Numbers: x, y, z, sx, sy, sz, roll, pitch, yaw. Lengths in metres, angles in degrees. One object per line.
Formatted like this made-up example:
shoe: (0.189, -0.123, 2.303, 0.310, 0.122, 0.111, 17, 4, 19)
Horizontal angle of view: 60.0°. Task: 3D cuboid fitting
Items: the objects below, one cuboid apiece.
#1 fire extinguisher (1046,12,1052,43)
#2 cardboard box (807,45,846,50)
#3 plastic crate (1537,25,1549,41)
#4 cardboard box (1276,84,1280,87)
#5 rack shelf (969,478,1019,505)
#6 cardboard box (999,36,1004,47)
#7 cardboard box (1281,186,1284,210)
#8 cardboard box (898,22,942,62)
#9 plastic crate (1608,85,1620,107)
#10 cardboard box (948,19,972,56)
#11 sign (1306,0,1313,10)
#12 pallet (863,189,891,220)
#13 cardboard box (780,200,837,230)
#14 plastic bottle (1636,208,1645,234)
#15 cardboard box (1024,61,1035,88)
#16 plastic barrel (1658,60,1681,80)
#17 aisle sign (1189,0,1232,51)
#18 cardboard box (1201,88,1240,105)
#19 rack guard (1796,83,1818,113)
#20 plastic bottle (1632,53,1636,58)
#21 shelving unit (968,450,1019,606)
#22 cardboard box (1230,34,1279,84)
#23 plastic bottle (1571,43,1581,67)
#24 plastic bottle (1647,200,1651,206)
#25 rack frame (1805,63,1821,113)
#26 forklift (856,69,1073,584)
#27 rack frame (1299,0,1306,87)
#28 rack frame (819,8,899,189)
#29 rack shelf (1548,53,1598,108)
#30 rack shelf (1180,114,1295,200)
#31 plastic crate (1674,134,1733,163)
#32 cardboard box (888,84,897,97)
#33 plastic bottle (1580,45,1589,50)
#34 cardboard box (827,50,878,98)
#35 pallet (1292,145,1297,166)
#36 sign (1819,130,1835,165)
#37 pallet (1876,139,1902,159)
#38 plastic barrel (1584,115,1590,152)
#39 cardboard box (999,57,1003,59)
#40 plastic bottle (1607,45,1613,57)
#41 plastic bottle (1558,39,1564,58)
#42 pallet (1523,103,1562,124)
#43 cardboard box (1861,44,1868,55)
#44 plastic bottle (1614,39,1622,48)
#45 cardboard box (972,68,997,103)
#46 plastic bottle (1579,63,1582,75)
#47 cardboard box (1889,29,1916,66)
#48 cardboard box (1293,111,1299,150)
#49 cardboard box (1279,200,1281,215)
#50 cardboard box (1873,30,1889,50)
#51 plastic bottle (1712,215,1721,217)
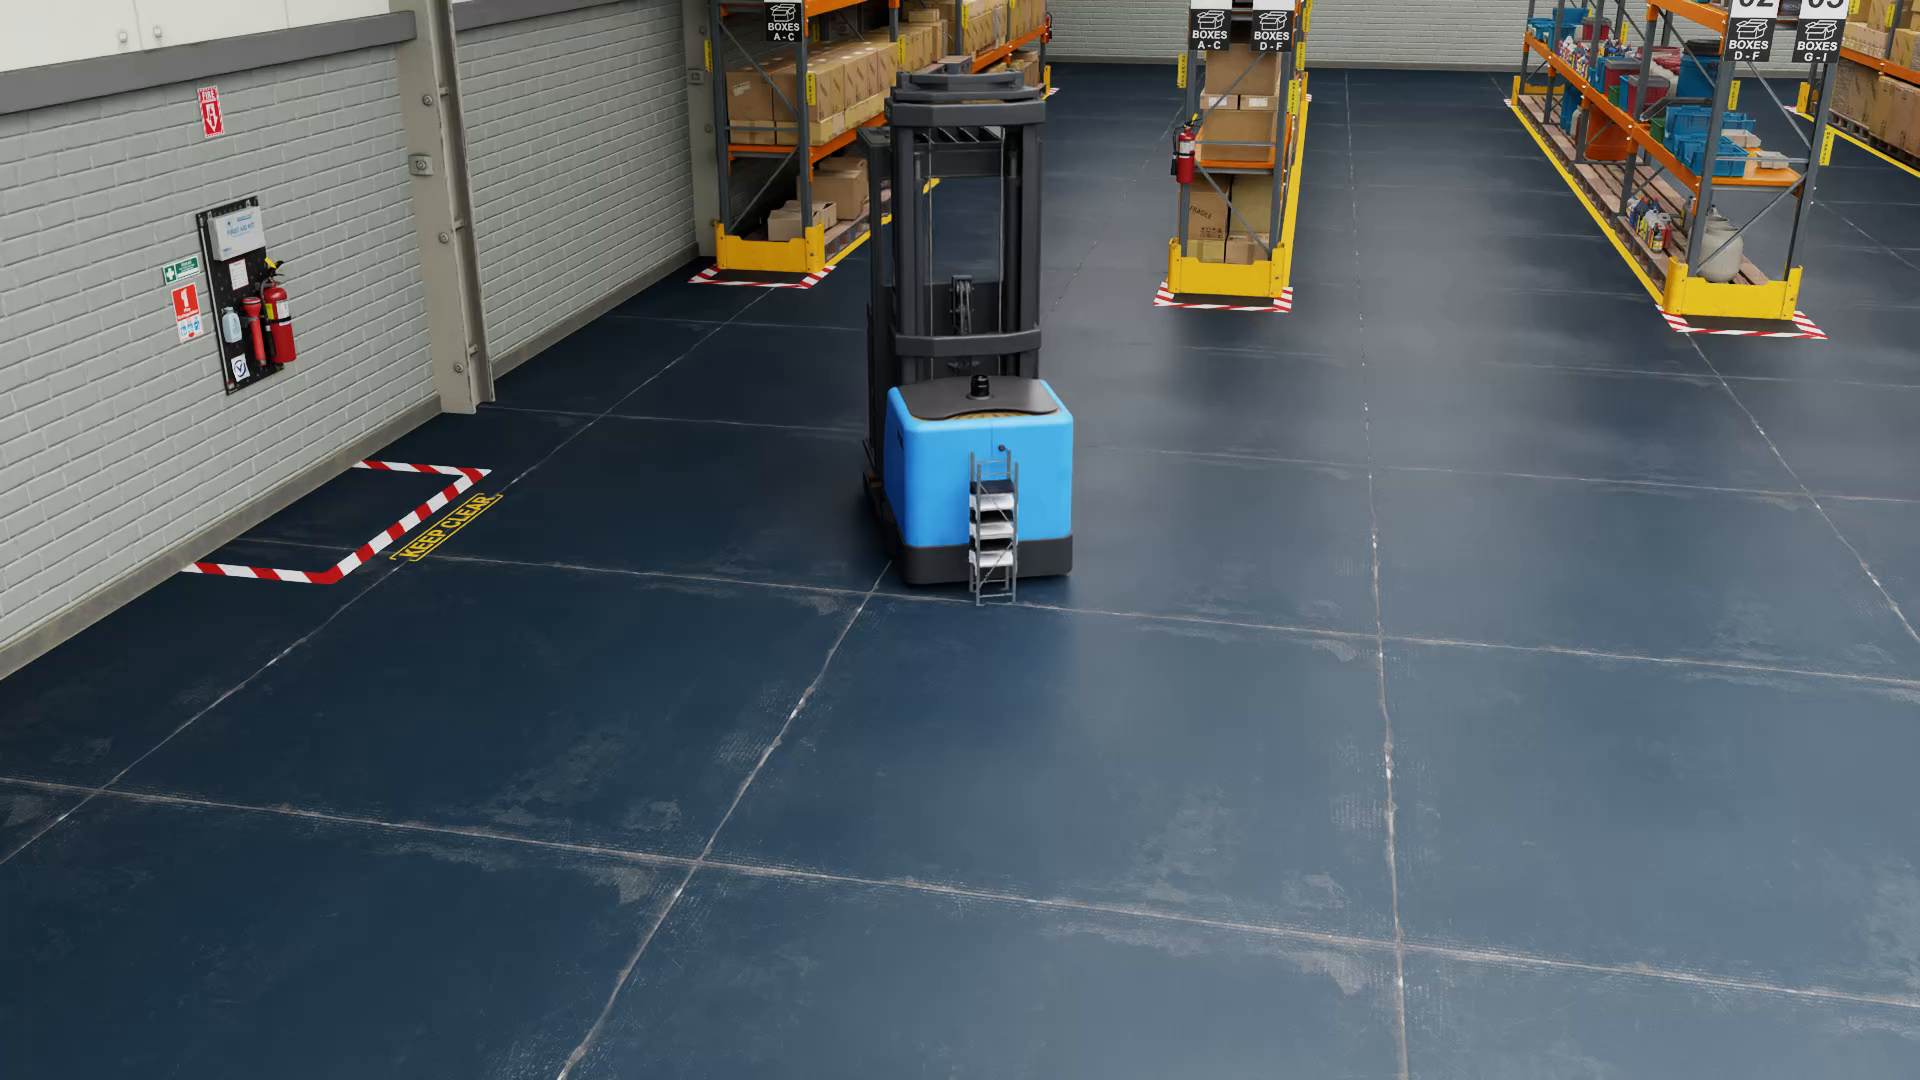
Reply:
fire extinguisher: (1.651, -10.023, 32.327, 0.296, 0.674, 0.183, 4, 22, 11)
cardboard box: (-1.689, -5.766, 20.325, 0.500, 0.500, 0.500, 4, 22, 11)
plastic crate: (10.165, -8.750, 28.708, 0.416, 0.233, 0.300, 4, 22, 11)
cardboard box: (3.202, -4.738, 17.601, 0.380, 0.149, 0.250, 4, 22, 10)
rack shelf: (0.198, -0.285, 9.715, 0.258, 0.077, 0.200, -4, 24, -10)
cardboard box: (0.532, -8.402, 28.010, 0.380, 0.149, 0.250, 5, 22, 12)
cardboard box: (3.690, -4.180, 20.335, 0.500, 0.250, 0.500, 4, 22, 11)
cardboard box: (-0.637, -7.157, 23.887, 0.700, 0.500, 0.500, 2, 22, 6)
plastic crate: (8.498, -5.628, 21.096, 0.450, 0.188, 0.662, 4, 22, 11)
cardboard box: (-0.114, -7.638, 25.244, 0.500, 0.500, 0.500, 5, 22, 13)
sign: (5.747, -8.869, 27.309, 0.100, 0.325, 0.005, 4, 22, 11)
pallet: (-1.382, -4.281, 21.201, 1.003, 0.211, 1.213, 4, 22, 11)
cardboard box: (-1.750, -3.772, 19.213, 0.500, 0.311, 0.500, 6, 23, 15)
plastic bottle: (7.735, -3.622, 18.879, 0.061, 0.283, 0.133, 5, 23, 13)
cardboard box: (1.022, -8.800, 31.473, 0.700, 0.500, 0.500, 4, 22, 11)
plastic barrel: (8.978, -5.732, 20.890, 0.433, 0.535, 0.433, 0, 22, 0)
aisle sign: (2.453, -5.188, 16.240, 0.394, 0.787, 0.004, 4, 22, 11)
cardboard box: (2.698, -4.581, 17.211, 0.380, 0.149, 0.250, 5, 22, 12)
rack guard: (15.721, -7.928, 29.870, 1.175, 0.500, 0.348, 4, 22, 11)
plastic bottle: (9.879, -6.983, 24.349, 0.097, 0.271, 0.097, 0, 22, 0)
shelving unit: (0.197, -0.067, 9.809, 0.258, 0.900, 0.210, -4, 24, -10)
cardboard box: (2.975, -5.014, 17.417, 0.700, 0.500, 0.500, 4, 22, 10)
plastic bottle: (9.271, -7.278, 24.975, 0.144, 0.351, 0.185, 4, 22, 11)
plastic bottle: (7.990, -3.800, 19.322, 0.061, 0.283, 0.133, 4, 22, 11)
rack frame: (15.716, -9.079, 29.381, 1.000, 3.000, 0.127, 4, 22, 11)
forklift: (-0.070, -1.611, 10.930, 1.130, 2.935, 3.031, -4, 22, -9)
rack frame: (5.203, -8.372, 27.627, 1.000, 3.000, 0.127, 4, 22, 11)
rack frame: (-1.280, -5.823, 21.297, 1.000, 3.000, 0.127, 4, 22, 11)
rack shelf: (9.643, -6.928, 25.004, 1.077, 0.370, 4.000, 4, 22, 11)
rack shelf: (3.162, -4.382, 18.681, 1.077, 0.370, 4.000, 4, 22, 11)
plastic crate: (7.550, -3.979, 16.917, 0.499, 0.251, 0.408, 4, 22, 11)
cardboard box: (-1.080, -5.566, 20.833, 0.500, 0.250, 0.500, 5, 22, 11)
plastic bottle: (9.544, -7.445, 25.491, 0.152, 0.276, 0.135, 4, 22, 11)
cardboard box: (-1.283, -5.548, 19.783, 0.500, 0.500, 0.500, 4, 22, 9)
pallet: (4.576, -5.886, 25.187, 1.003, 0.211, 1.213, 4, 22, 11)
sign: (8.140, -3.690, 15.629, 0.100, 0.325, 0.005, 4, 22, 11)
pallet: (14.816, -6.035, 25.555, 1.003, 0.211, 1.213, 4, 22, 11)
plastic barrel: (9.346, -5.965, 24.417, 0.421, 0.512, 0.421, 0, 22, 0)
cardboard box: (0.644, -8.789, 30.576, 0.380, 0.149, 0.250, 4, 22, 10)
plastic bottle: (9.984, -7.450, 25.508, 0.097, 0.271, 0.097, 0, 22, 0)
plastic bottle: (9.531, -7.789, 26.335, 0.061, 0.283, 0.133, 4, 22, 11)
pallet: (10.410, -7.419, 28.993, 1.003, 0.211, 1.213, 4, 22, 11)
cardboard box: (14.799, -7.918, 26.835, 0.380, 0.149, 0.250, 5, 22, 12)
plastic bottle: (10.146, -7.542, 25.631, 0.144, 0.351, 0.185, 4, 22, 11)
cardboard box: (0.169, -7.373, 27.462, 0.750, 0.750, 0.750, 5, 23, 13)
plastic bottle: (9.048, -6.851, 24.115, 0.097, 0.201, 0.097, 0, 22, 0)
cardboard box: (14.561, -7.513, 25.360, 0.500, 0.500, 0.500, 5, 22, 11)
cardboard box: (4.759, -6.099, 24.739, 0.500, 0.500, 0.500, 5, 23, 13)
cardboard box: (3.390, -3.979, 18.832, 0.500, 0.500, 0.500, 4, 22, 11)
cardboard box: (14.733, -7.866, 26.172, 0.500, 0.250, 0.500, 4, 22, 10)
plastic bottle: (8.427, -3.503, 18.594, 0.152, 0.276, 0.135, 5, 22, 12)
